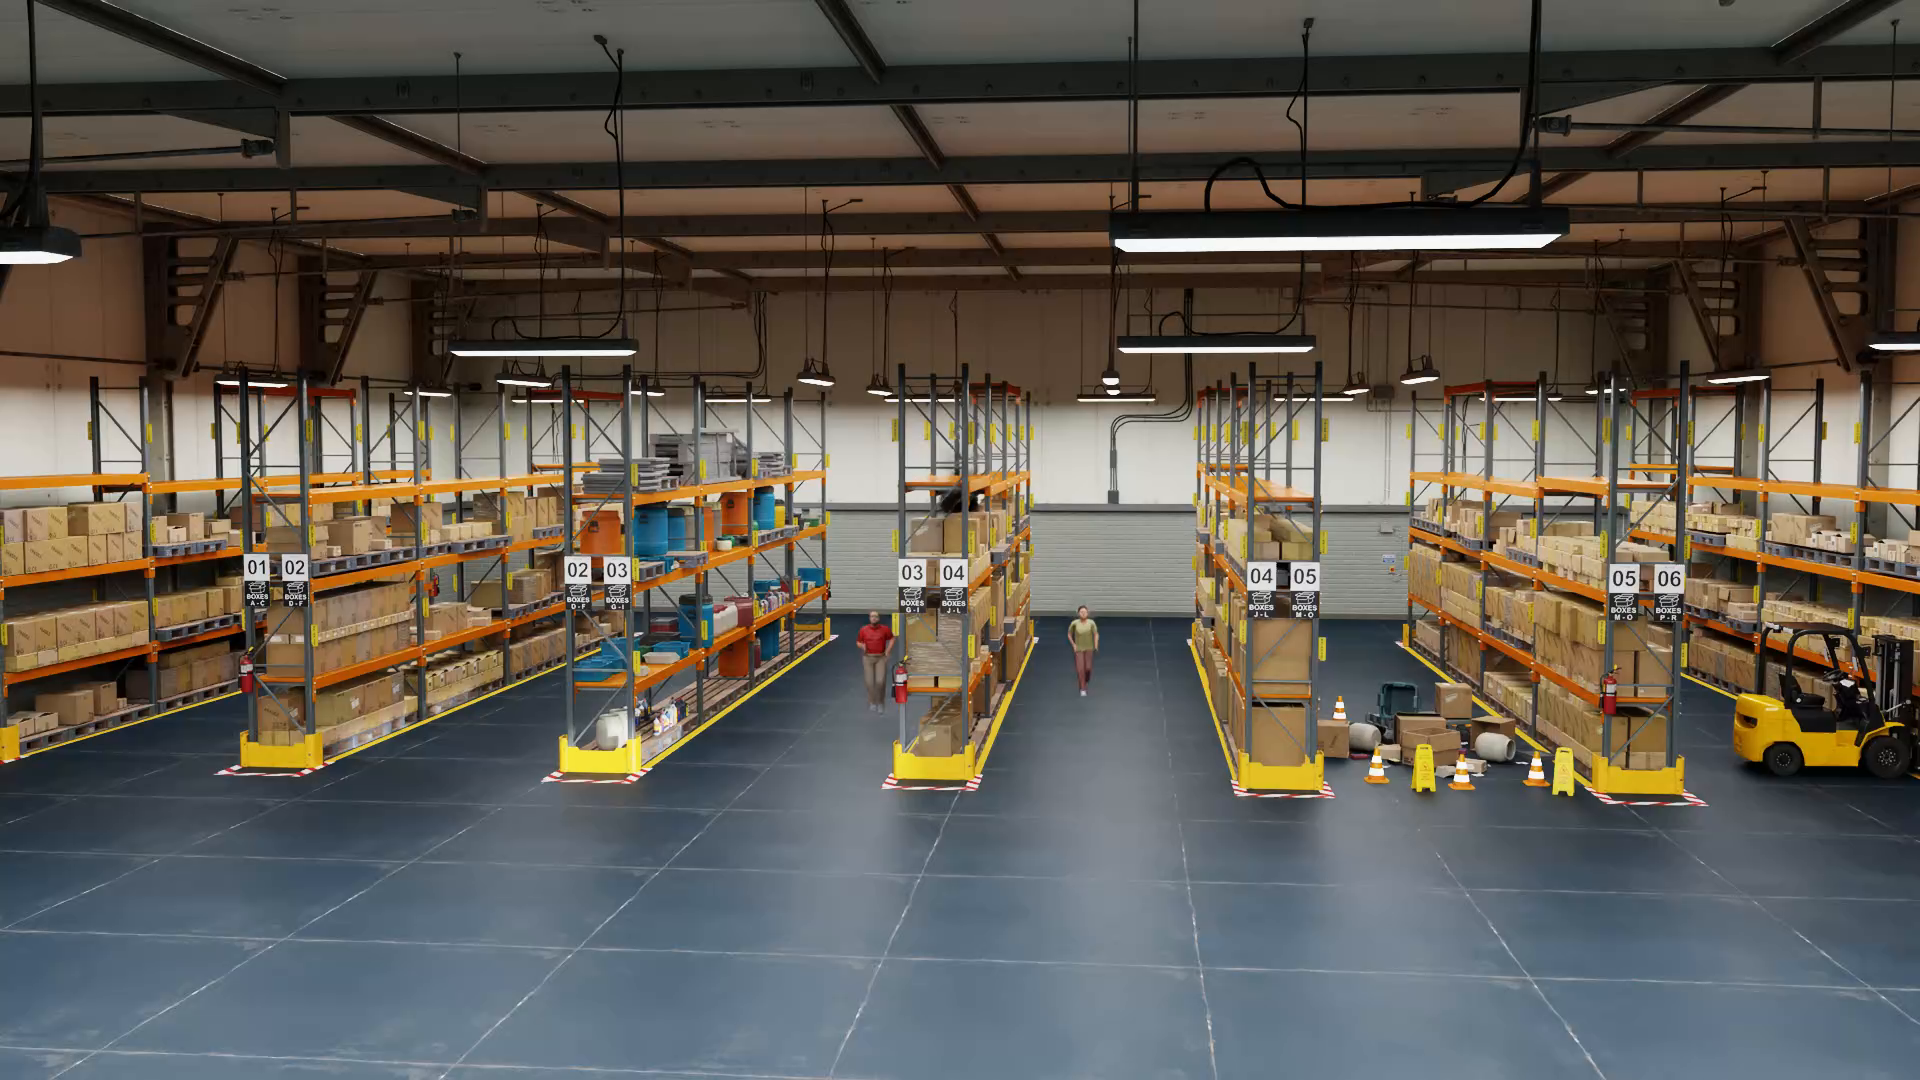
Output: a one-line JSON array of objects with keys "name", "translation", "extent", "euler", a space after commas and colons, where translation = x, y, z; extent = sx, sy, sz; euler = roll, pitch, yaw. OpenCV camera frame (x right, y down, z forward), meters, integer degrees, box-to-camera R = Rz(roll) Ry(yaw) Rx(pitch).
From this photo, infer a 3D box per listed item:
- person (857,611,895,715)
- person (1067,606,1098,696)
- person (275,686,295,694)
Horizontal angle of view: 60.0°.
[{"name": "person", "translation": [-1.434, 2.086, 28.108], "extent": [0.640, 1.777, 0.644], "euler": [0, 4, 1]}, {"name": "person", "translation": [2.219, 1.985, 29.969], "extent": [0.564, 1.629, 0.535], "euler": [0, 4, -1]}, {"name": "person", "translation": [-11.401, 2.328, 28.246], "extent": [0.663, 1.772, 0.816], "euler": [0, 4, -1]}]
